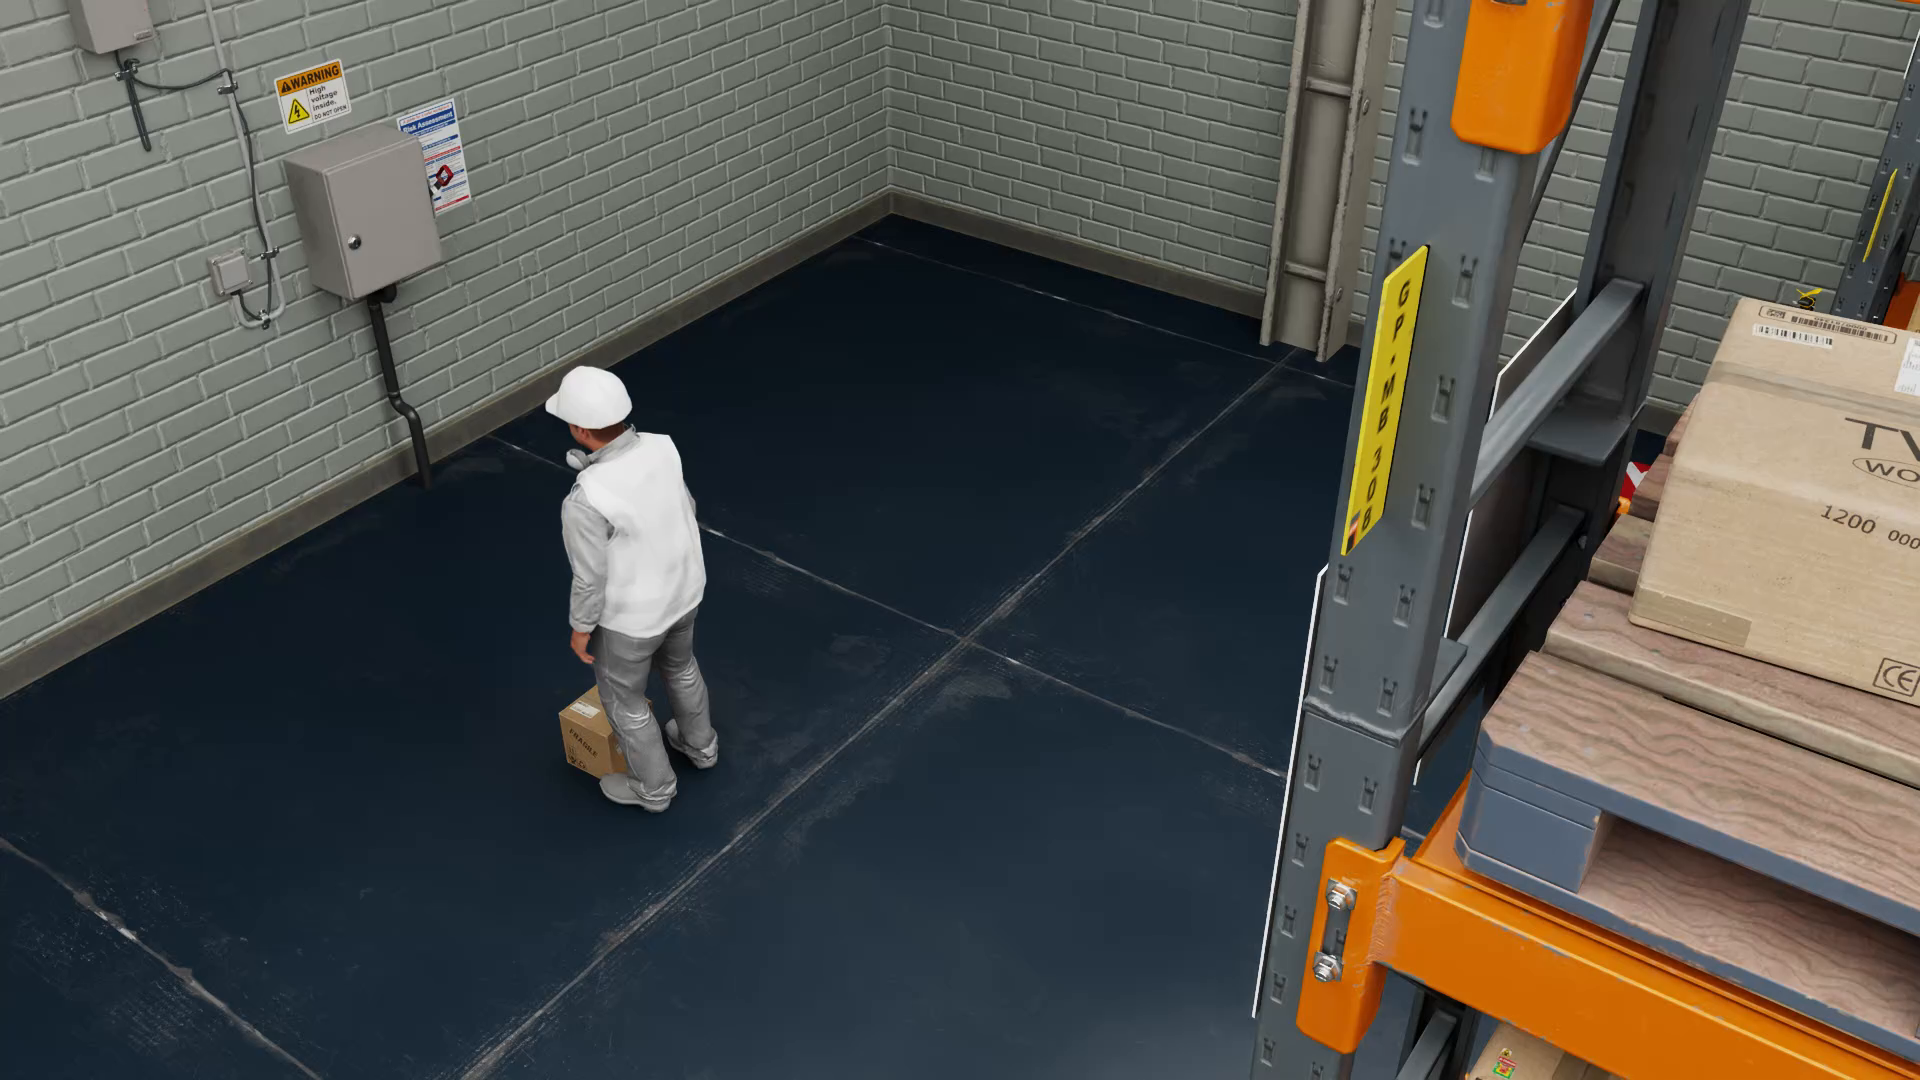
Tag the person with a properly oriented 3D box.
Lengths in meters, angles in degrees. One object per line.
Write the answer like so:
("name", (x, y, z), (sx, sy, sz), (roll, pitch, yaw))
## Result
("person", (-1.137, 0.191, 5.839), (0.461, 1.772, 0.589), (20, 39, 27))
